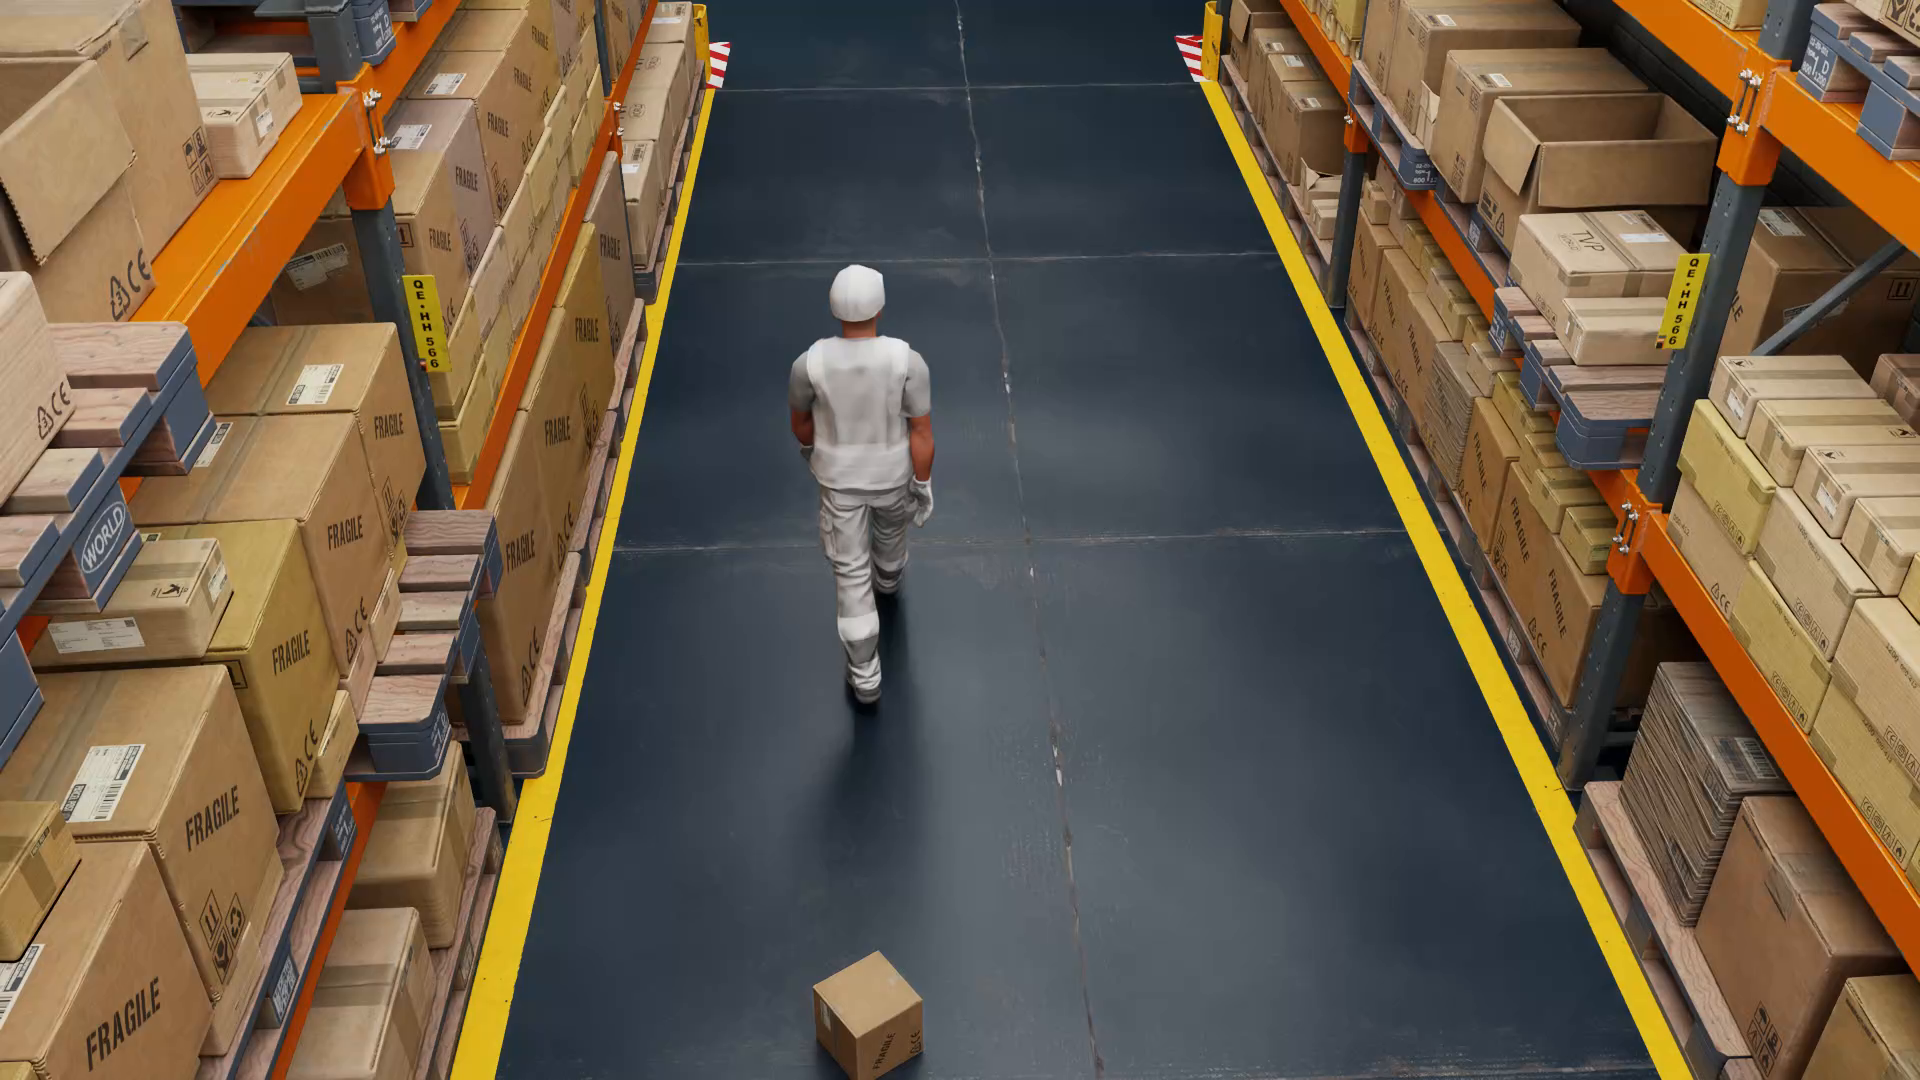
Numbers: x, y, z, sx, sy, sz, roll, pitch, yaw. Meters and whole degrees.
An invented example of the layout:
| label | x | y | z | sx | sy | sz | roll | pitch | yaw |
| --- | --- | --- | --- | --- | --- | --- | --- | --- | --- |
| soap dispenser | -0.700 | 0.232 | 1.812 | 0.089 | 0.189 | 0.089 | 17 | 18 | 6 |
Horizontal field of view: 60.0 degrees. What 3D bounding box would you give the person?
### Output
| label | x | y | z | sx | sy | sz | roll | pitch | yaw |
| --- | --- | --- | --- | --- | --- | --- | --- | --- | --- |
| person | -0.388 | -0.334 | 6.566 | 0.542 | 1.725 | 1.042 | -3 | 35 | -5 |
